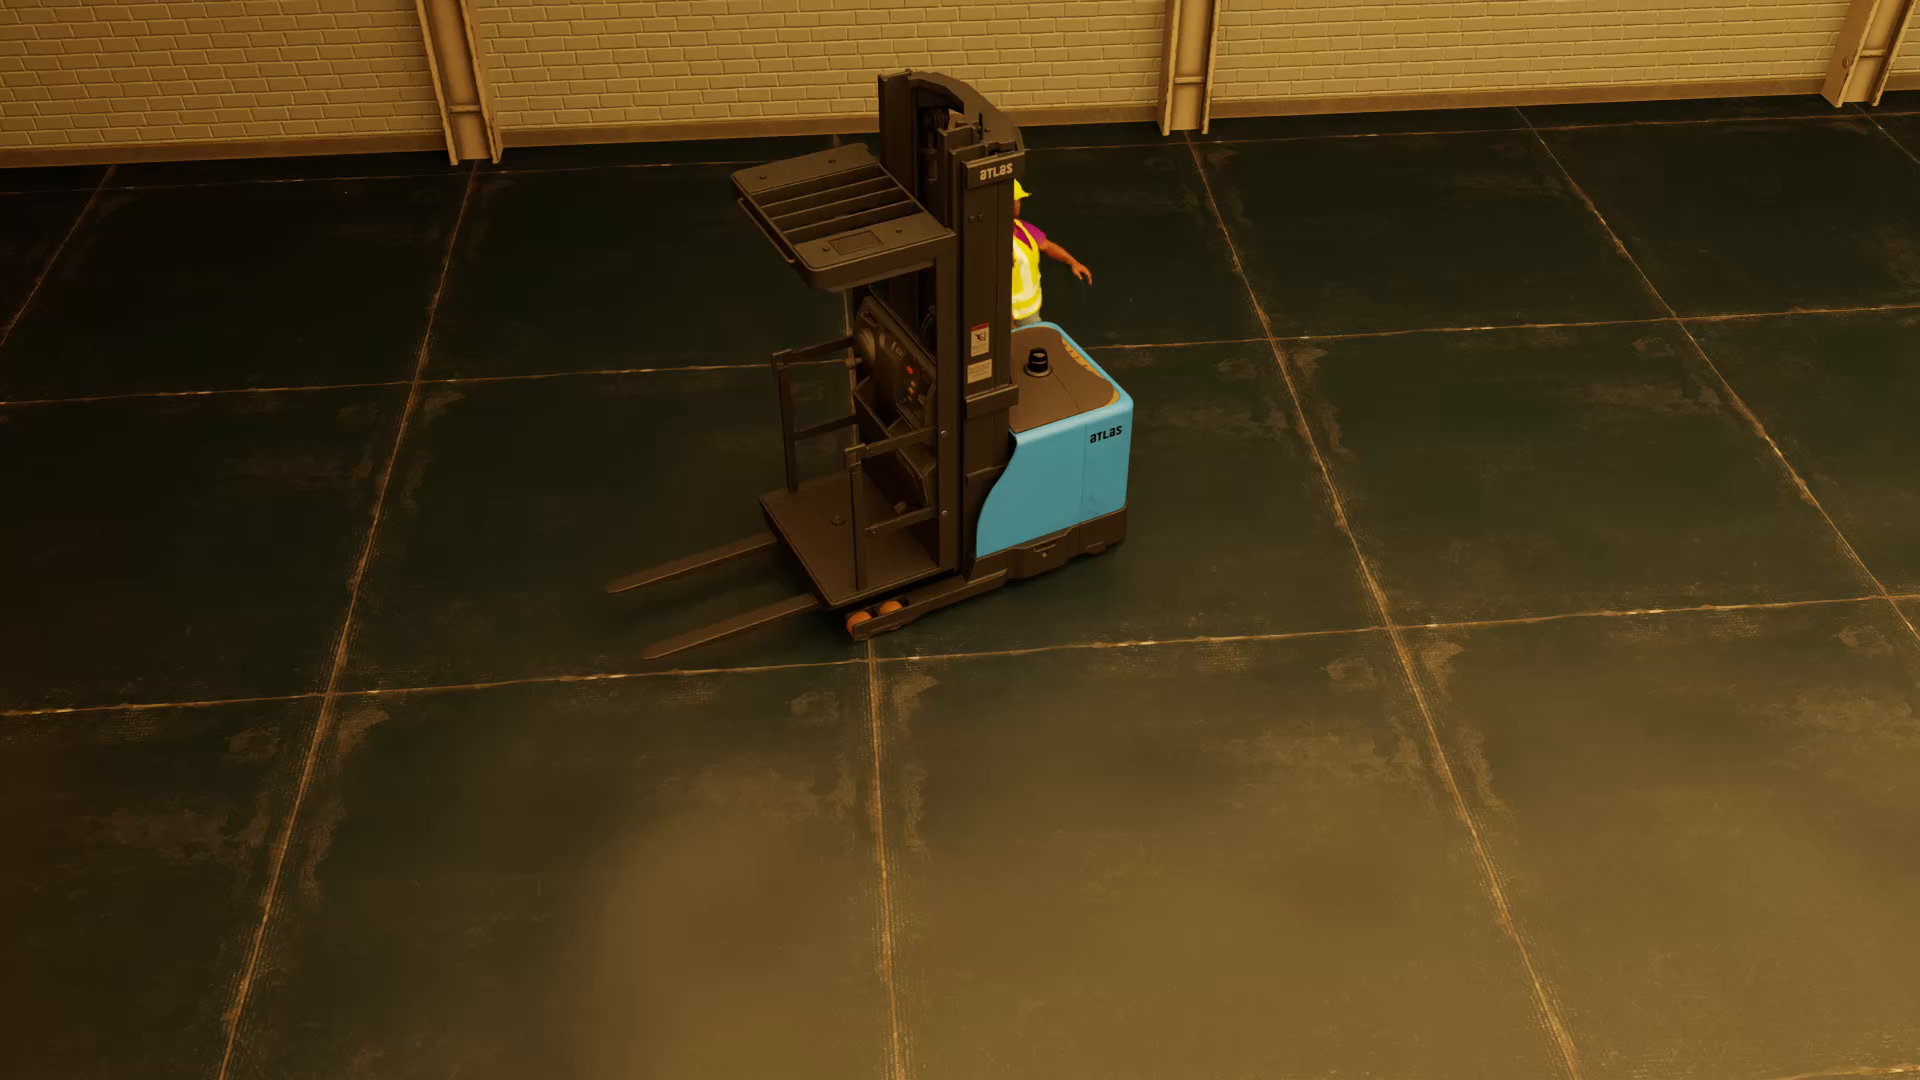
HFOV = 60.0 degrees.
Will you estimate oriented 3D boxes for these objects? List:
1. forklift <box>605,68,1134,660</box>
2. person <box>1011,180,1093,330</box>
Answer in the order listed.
[{"bbox_3d":[-0.541,-0.933,9.029,3.031,2.935,1.130,-18,44,-20],"label":"forklift"},{"bbox_3d":[0.413,-1.475,10.662,0.853,1.650,0.794,1,41,1],"label":"person"}]
